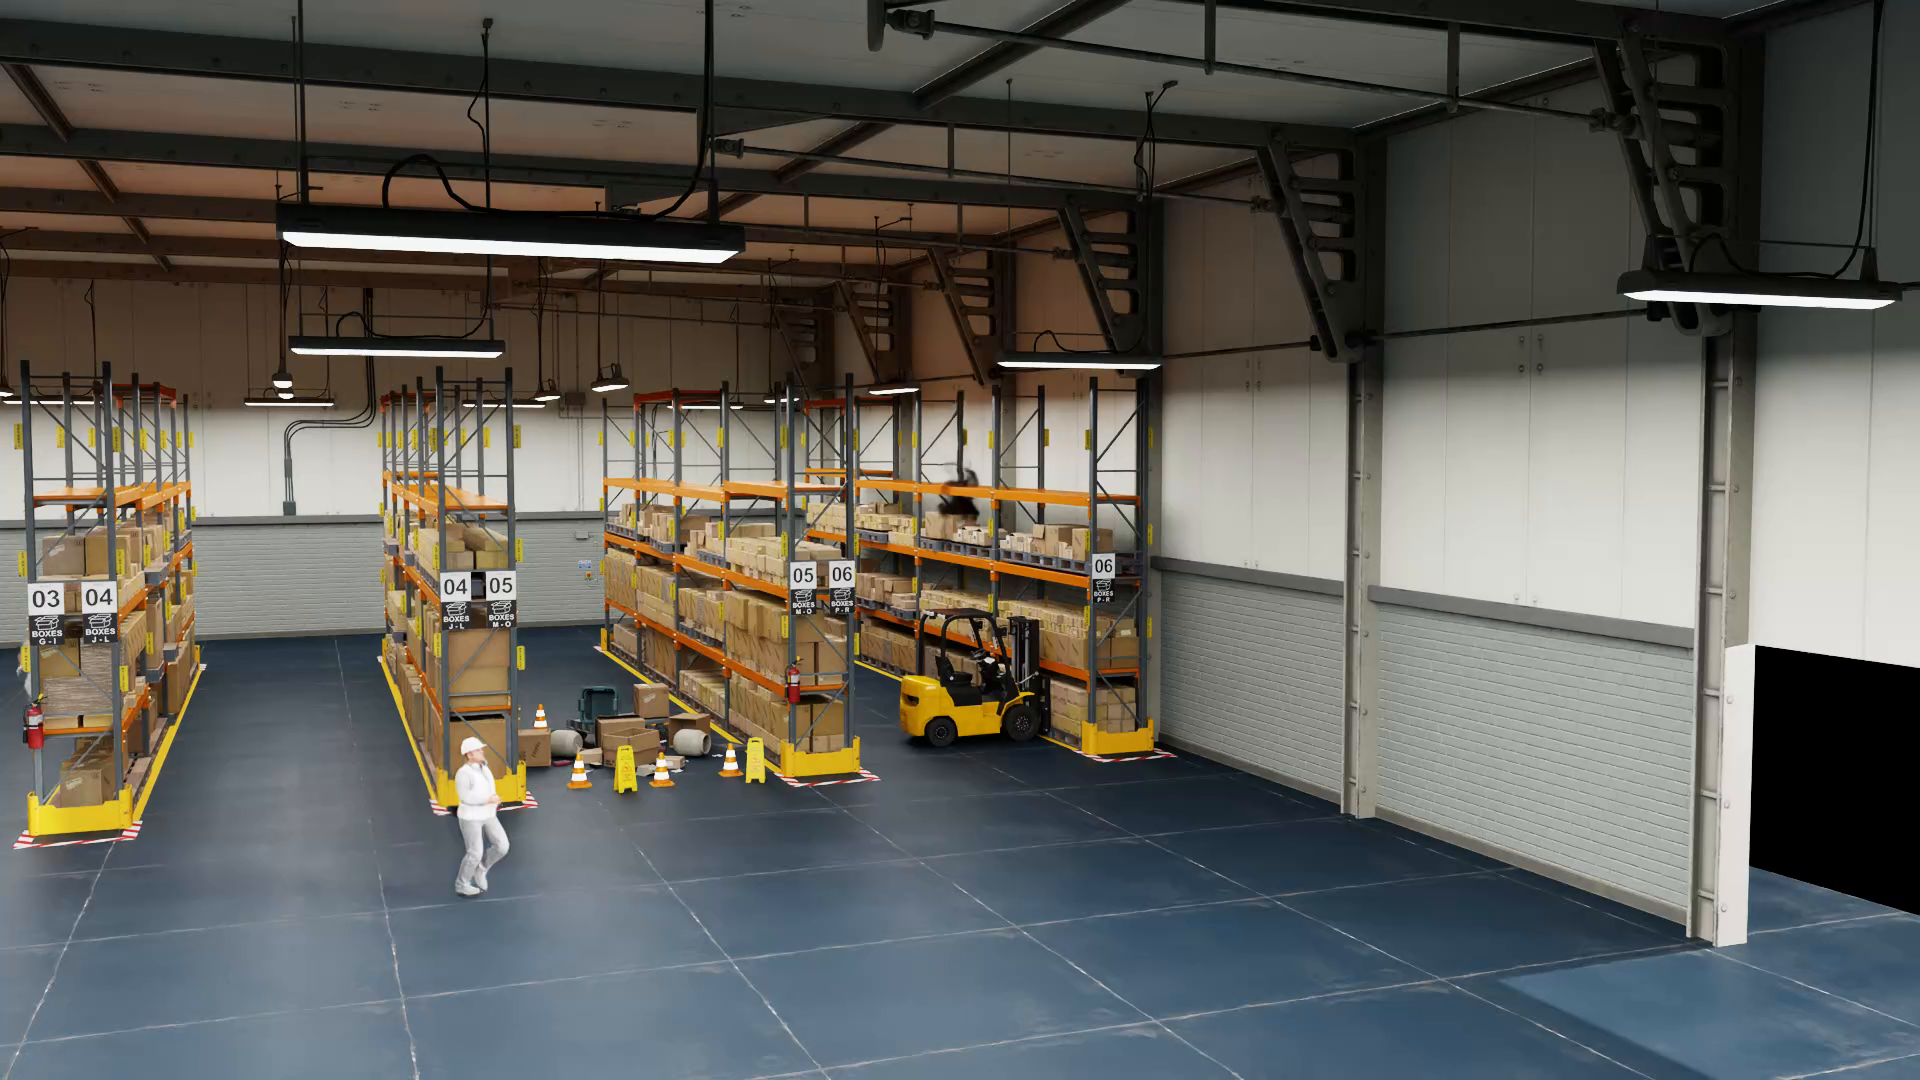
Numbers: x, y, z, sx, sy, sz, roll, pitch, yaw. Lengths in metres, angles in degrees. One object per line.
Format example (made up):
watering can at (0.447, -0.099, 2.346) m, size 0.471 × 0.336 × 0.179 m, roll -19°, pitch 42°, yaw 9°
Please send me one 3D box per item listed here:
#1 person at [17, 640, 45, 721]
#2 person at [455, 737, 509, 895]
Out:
person at (-16.280, 2.351, 29.362) m, size 0.664 × 1.739 × 0.603 m, roll -2°, pitch 4°, yaw -24°
person at (-5.244, 3.022, 18.219) m, size 0.639 × 1.734 × 0.630 m, roll 1°, pitch 4°, yaw 19°
